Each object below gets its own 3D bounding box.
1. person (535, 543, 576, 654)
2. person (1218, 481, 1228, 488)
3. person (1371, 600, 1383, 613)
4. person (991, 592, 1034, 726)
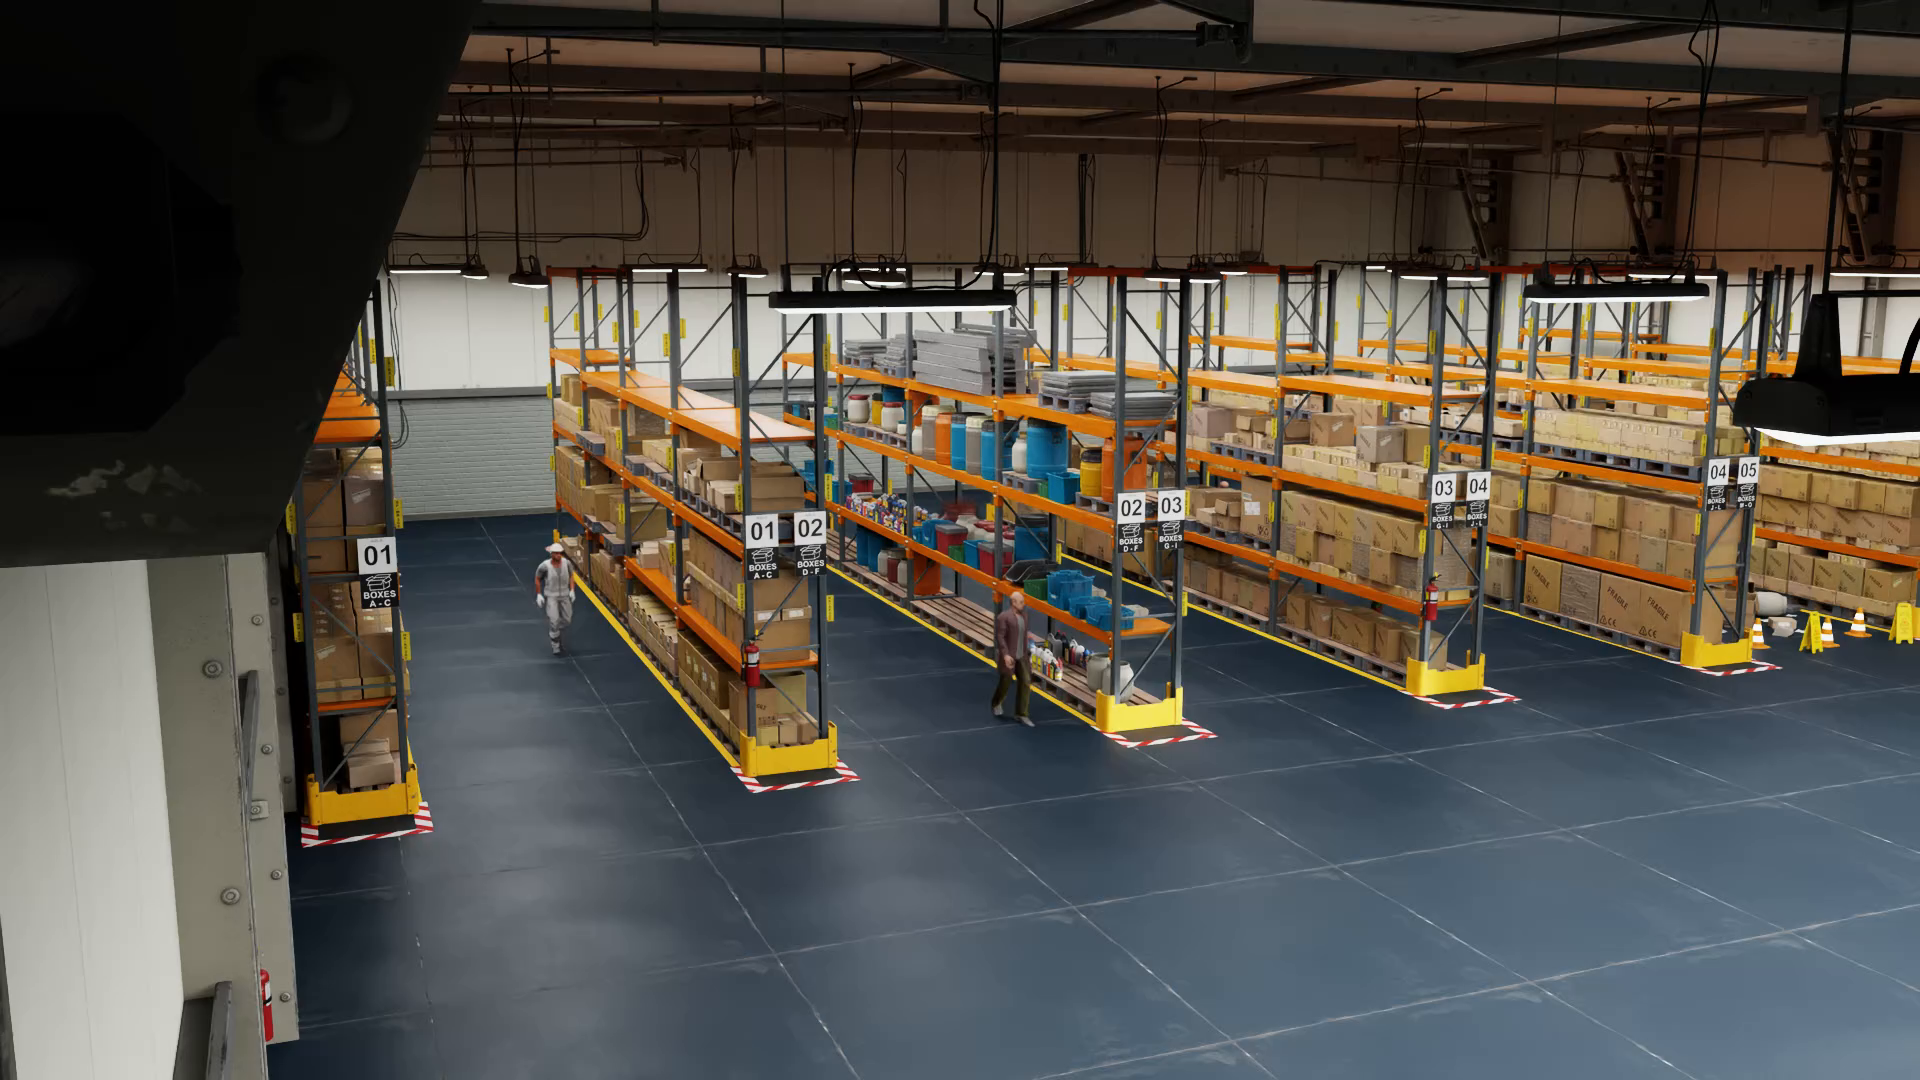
[{"bbox_3d":[-6.465,0.893,26.487,0.622,1.764,0.703,-7,12,-34],"label":"person"},{"bbox_3d":[5.316,-0.317,33.573,0.390,1.745,0.567,9,13,42],"label":"person"},{"bbox_3d":[7.083,0.617,28.031,0.623,1.825,0.596,-2,10,-10],"label":"person"},{"bbox_3d":[0.739,1.593,22.569,0.667,1.790,0.847,-9,13,-41],"label":"person"}]
